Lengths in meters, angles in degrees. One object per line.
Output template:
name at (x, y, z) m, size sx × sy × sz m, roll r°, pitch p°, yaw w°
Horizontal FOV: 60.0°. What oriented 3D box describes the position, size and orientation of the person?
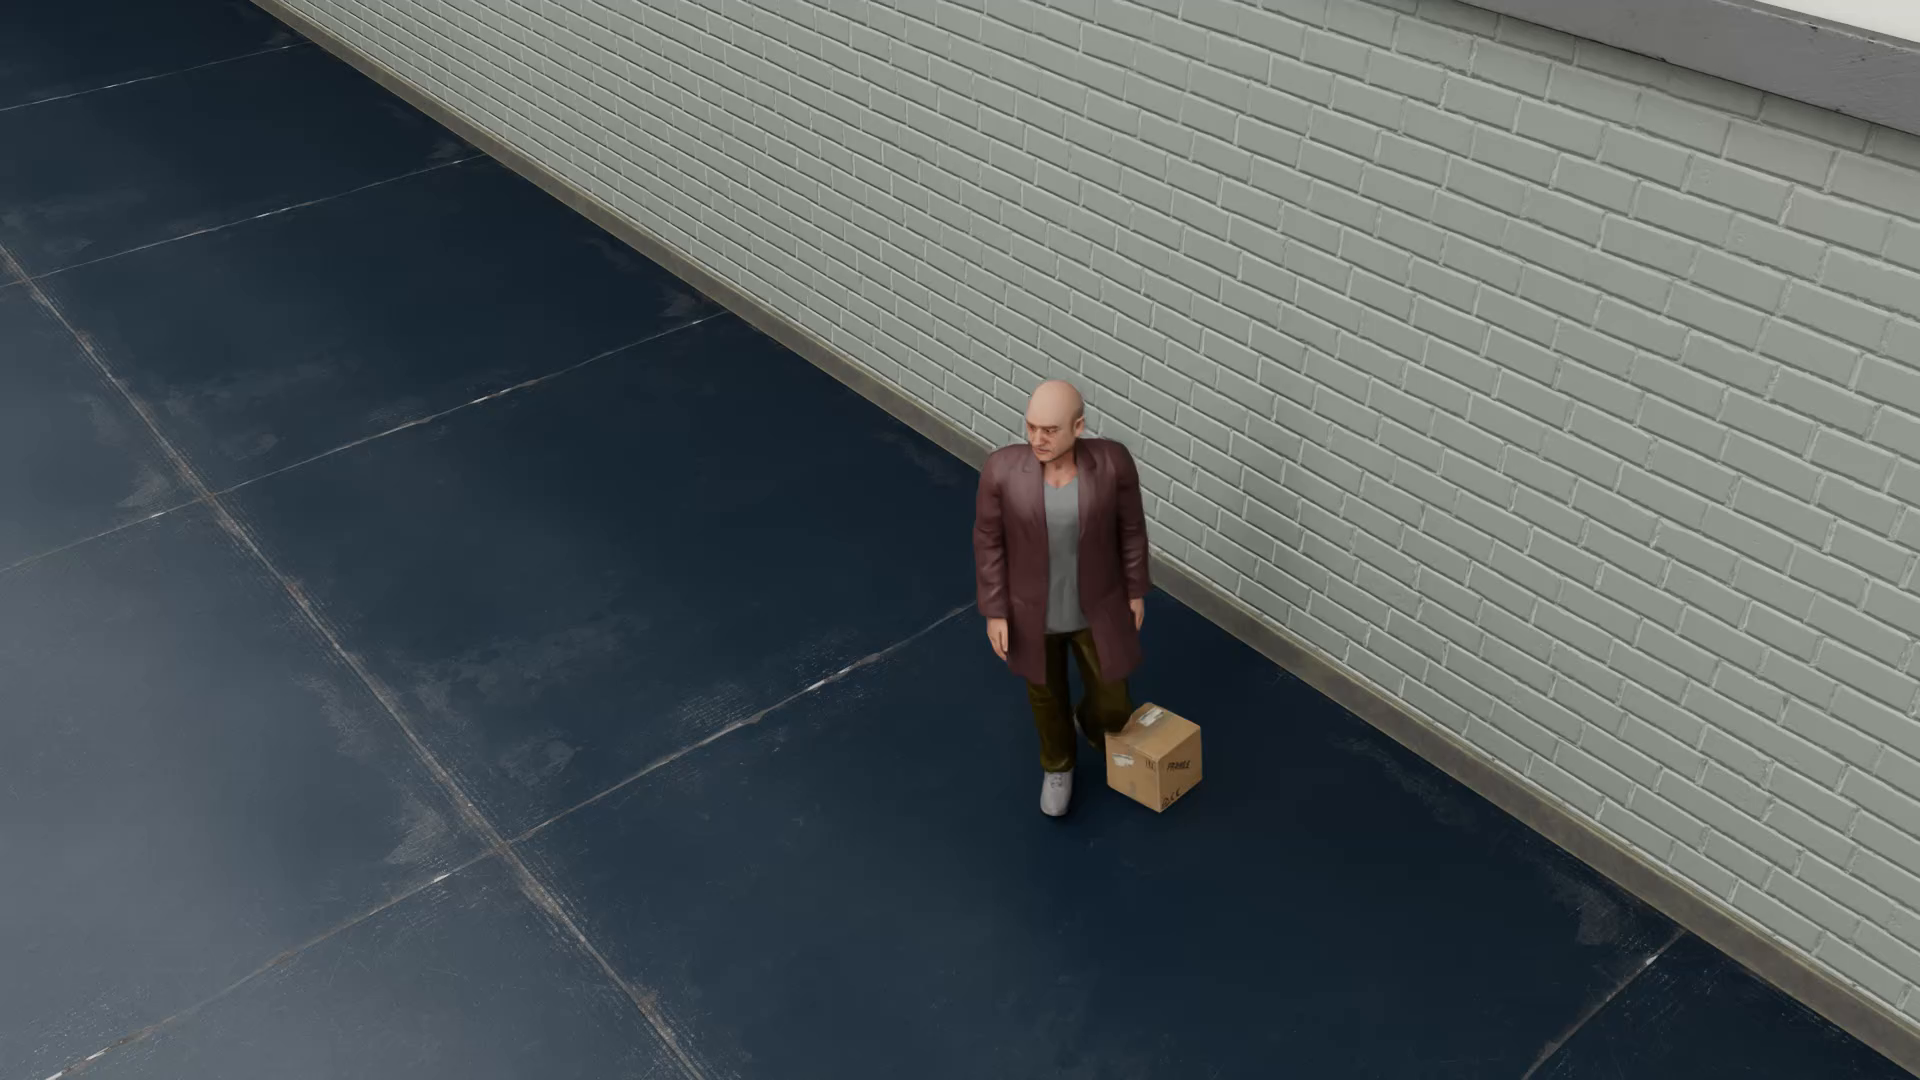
person at (0.379, 0.215, 5.839) m, size 0.675 × 1.772 × 0.509 m, roll 1°, pitch 35°, yaw 1°
